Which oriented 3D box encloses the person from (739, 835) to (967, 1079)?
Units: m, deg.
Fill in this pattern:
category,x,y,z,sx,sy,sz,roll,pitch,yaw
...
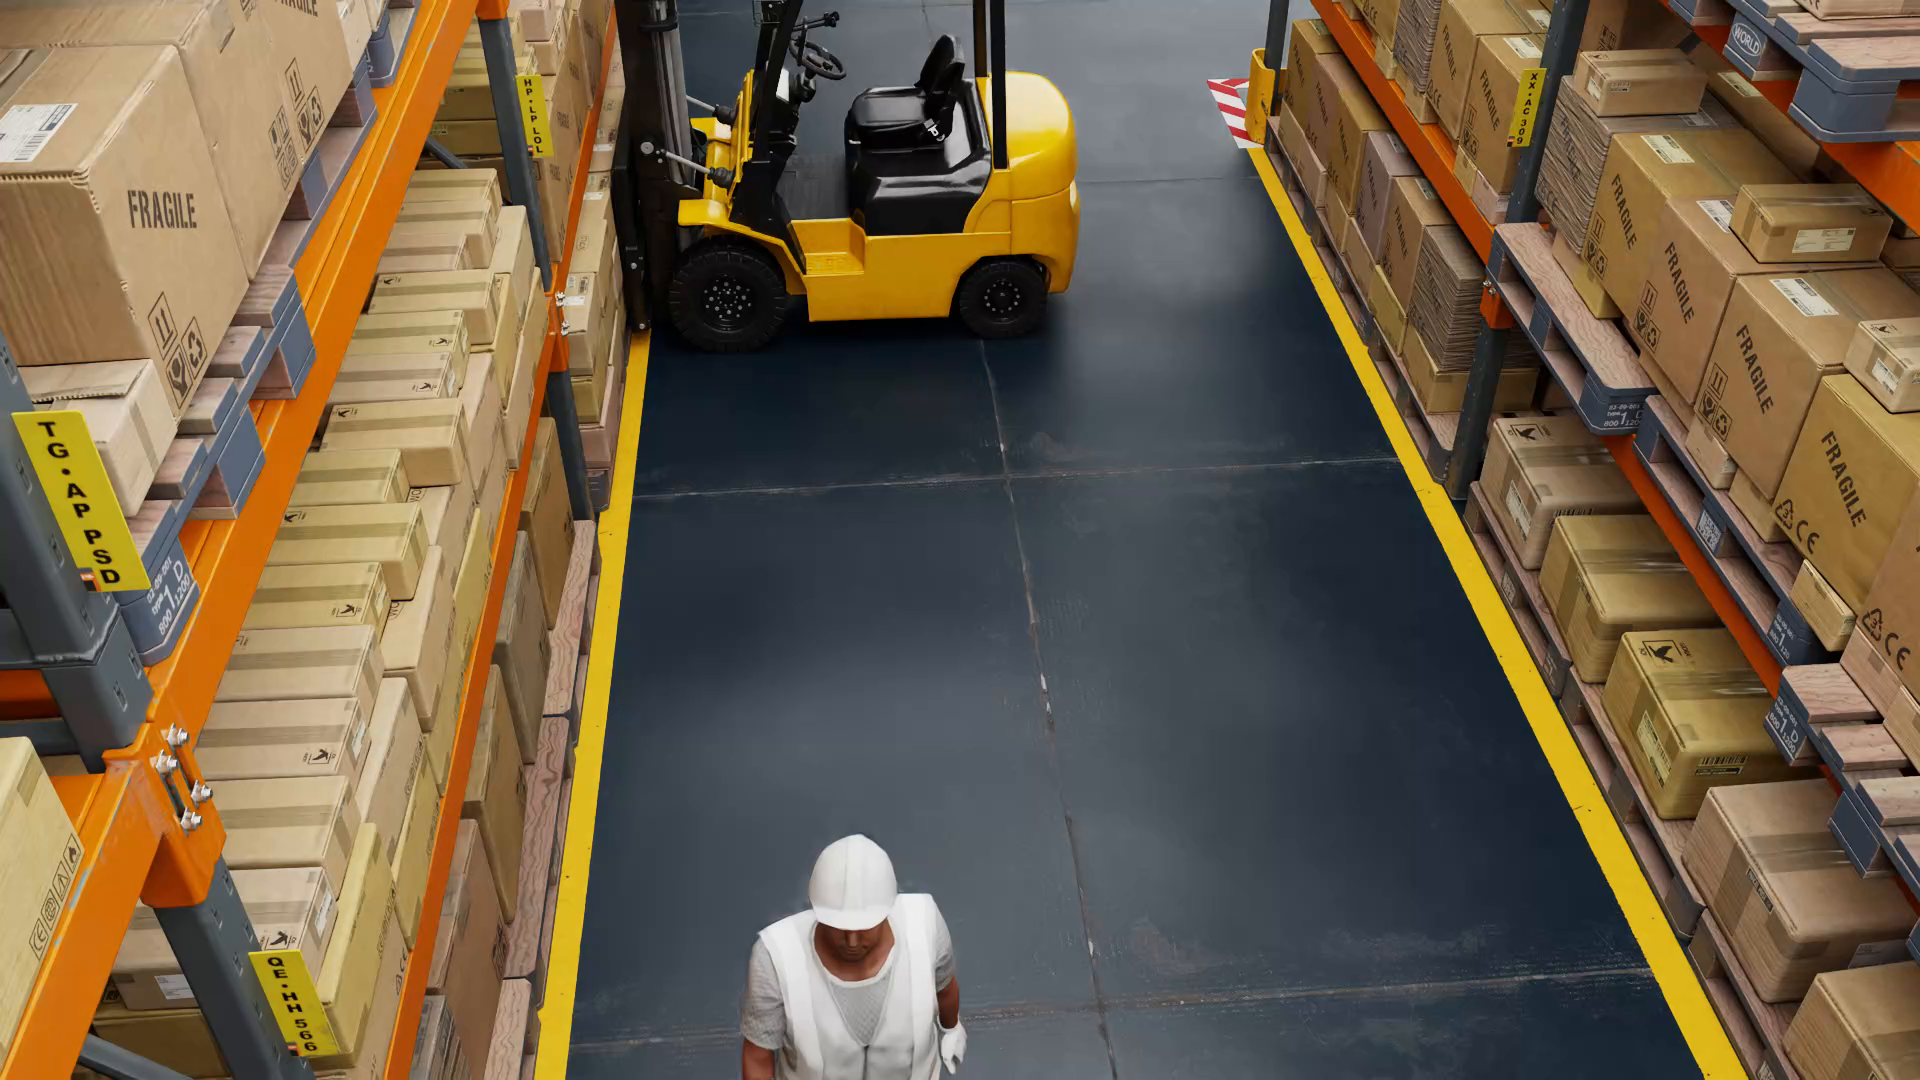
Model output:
category,x,y,z,sx,sy,sz,roll,pitch,yaw
person,-0.250,1.462,4.309,0.599,1.721,1.074,-4,39,-6
